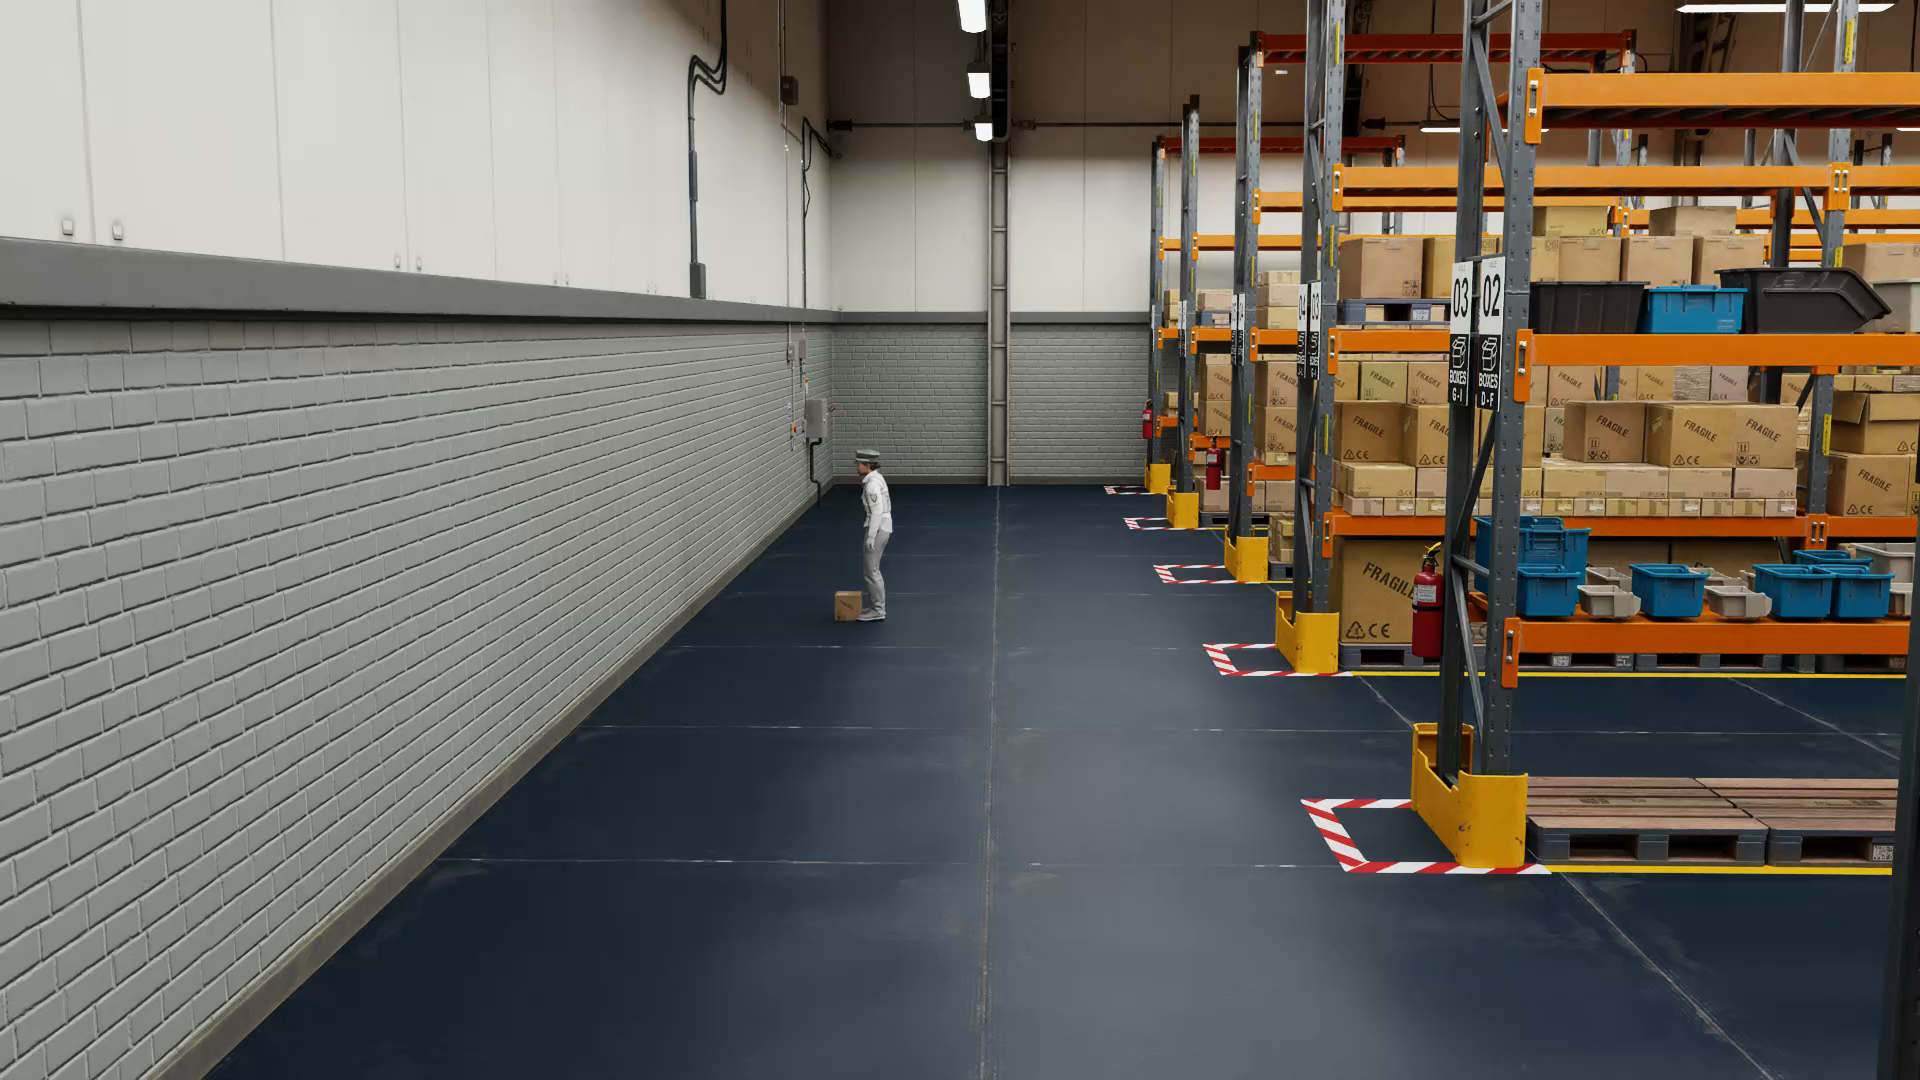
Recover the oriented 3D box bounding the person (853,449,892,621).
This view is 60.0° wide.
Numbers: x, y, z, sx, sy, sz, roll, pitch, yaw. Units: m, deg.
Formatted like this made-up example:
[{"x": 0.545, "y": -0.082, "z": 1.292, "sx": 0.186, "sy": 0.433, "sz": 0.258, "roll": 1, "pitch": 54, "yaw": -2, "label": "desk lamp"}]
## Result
[{"x": -0.846, "y": -0.054, "z": 16.188, "sx": 0.374, "sy": 1.661, "sz": 0.540, "roll": 0, "pitch": 7, "yaw": -2, "label": "person"}]
